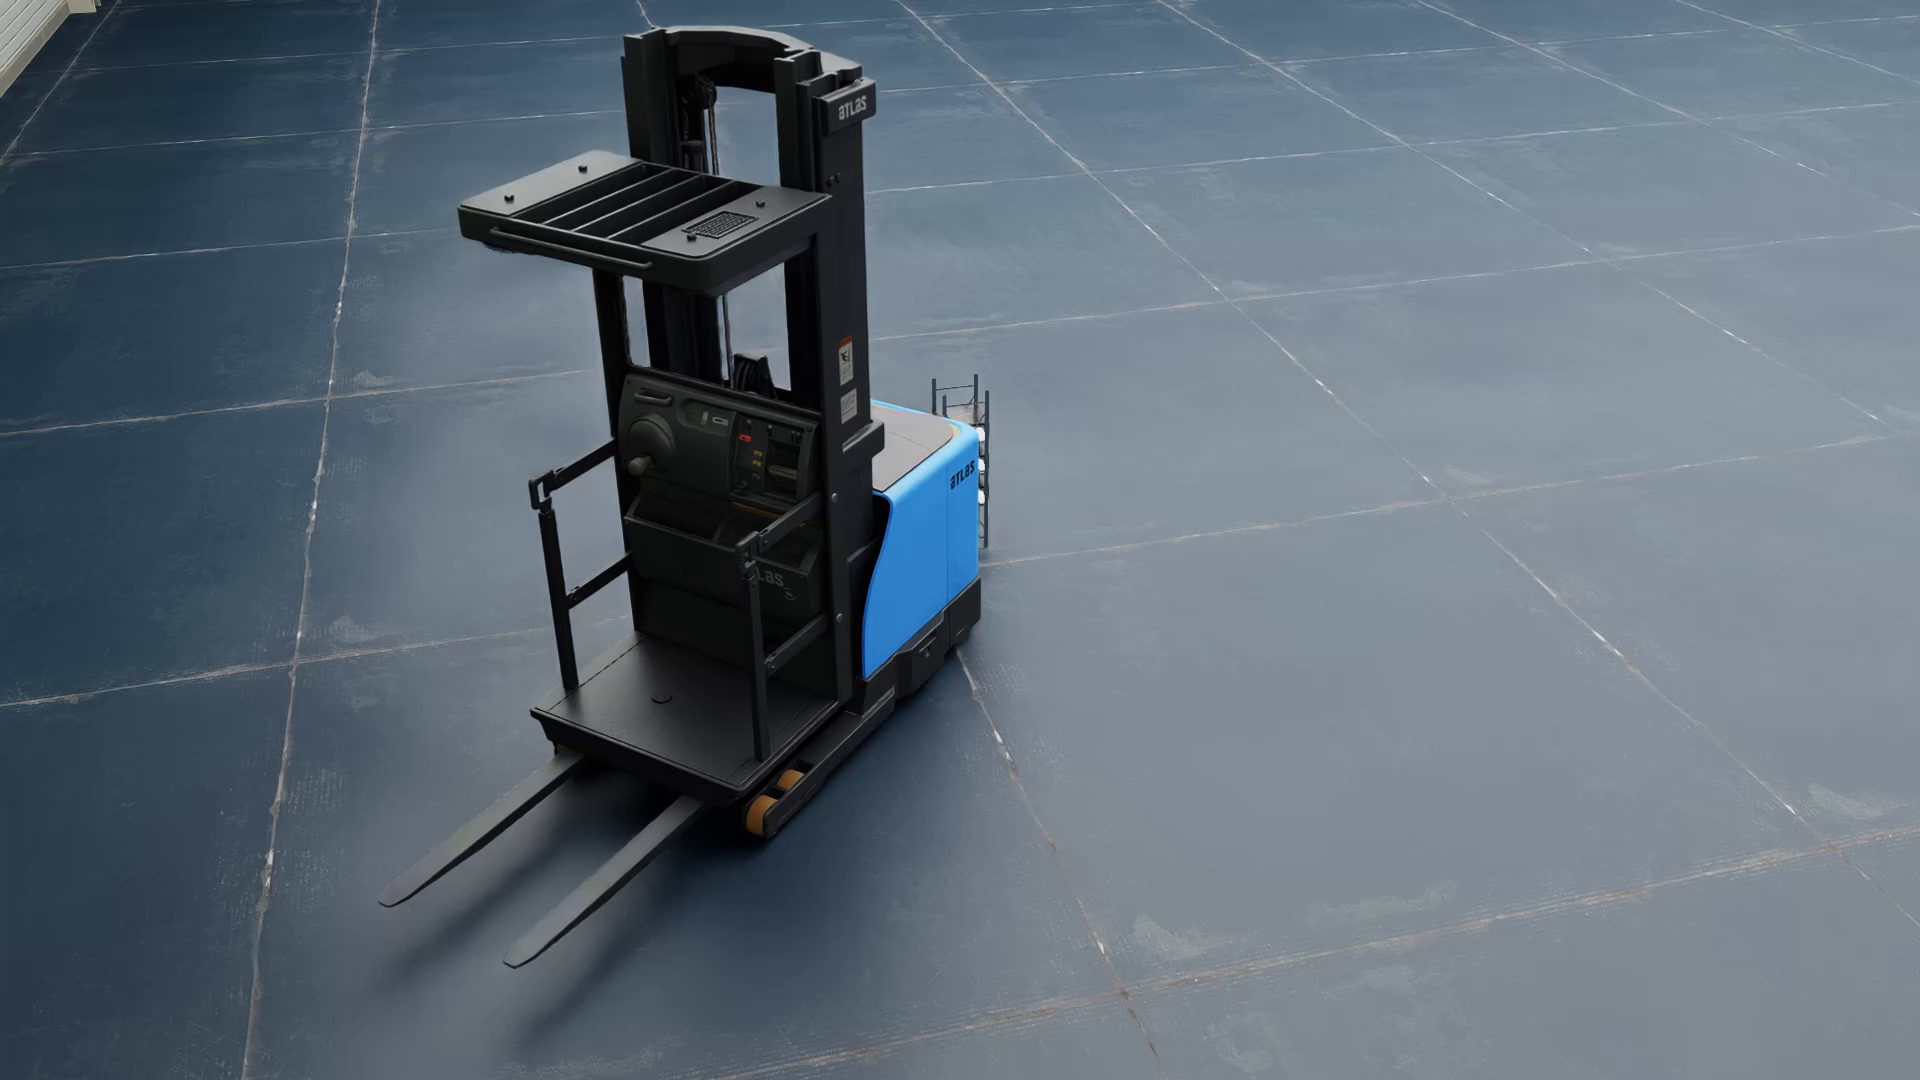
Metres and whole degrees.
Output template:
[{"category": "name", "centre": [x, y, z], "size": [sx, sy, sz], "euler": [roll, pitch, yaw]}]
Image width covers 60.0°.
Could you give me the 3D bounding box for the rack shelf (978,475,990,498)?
[{"category": "rack shelf", "centre": [0.002, -0.279, 8.580], "size": [0.258, 0.077, 0.200], "euler": [-8, 31, -13]}]

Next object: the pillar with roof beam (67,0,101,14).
[{"category": "pillar with roof beam", "centre": [-6.126, -10.695, 18.245], "size": [9.100, 9.000, 0.400], "euler": [-8, 31, -13]}]

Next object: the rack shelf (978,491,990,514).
[{"category": "rack shelf", "centre": [0.002, -0.201, 8.625], "size": [0.258, 0.077, 0.200], "euler": [-8, 31, -13]}]

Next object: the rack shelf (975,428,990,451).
[{"category": "rack shelf", "centre": [0.002, -0.512, 8.444], "size": [0.258, 0.077, 0.200], "euler": [-8, 31, -13]}]

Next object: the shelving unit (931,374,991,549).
[{"category": "shelving unit", "centre": [0.002, -0.386, 8.518], "size": [0.258, 0.900, 0.210], "euler": [-8, 31, -13]}]

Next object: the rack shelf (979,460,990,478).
[{"category": "rack shelf", "centre": [0.002, -0.357, 8.534], "size": [0.258, 0.077, 0.200], "euler": [-8, 31, -13]}]

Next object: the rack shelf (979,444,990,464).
[{"category": "rack shelf", "centre": [0.002, -0.435, 8.489], "size": [0.258, 0.077, 0.200], "euler": [-8, 31, -13]}]

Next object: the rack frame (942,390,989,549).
[{"category": "rack frame", "centre": [0.029, -0.336, 8.433], "size": [0.240, 0.900, 0.006], "euler": [-8, 31, -13]}]

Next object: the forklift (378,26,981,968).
[{"category": "forklift", "centre": [-1.072, -0.337, 6.406], "size": [1.130, 2.935, 3.031], "euler": [16, 34, 26]}]

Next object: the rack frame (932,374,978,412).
[{"category": "rack frame", "centre": [-0.025, -0.435, 8.603], "size": [0.240, 0.900, 0.006], "euler": [-8, 31, -13]}]

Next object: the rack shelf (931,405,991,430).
[{"category": "rack shelf", "centre": [0.002, -0.590, 8.399], "size": [0.258, 0.077, 0.200], "euler": [-8, 31, -13]}]
